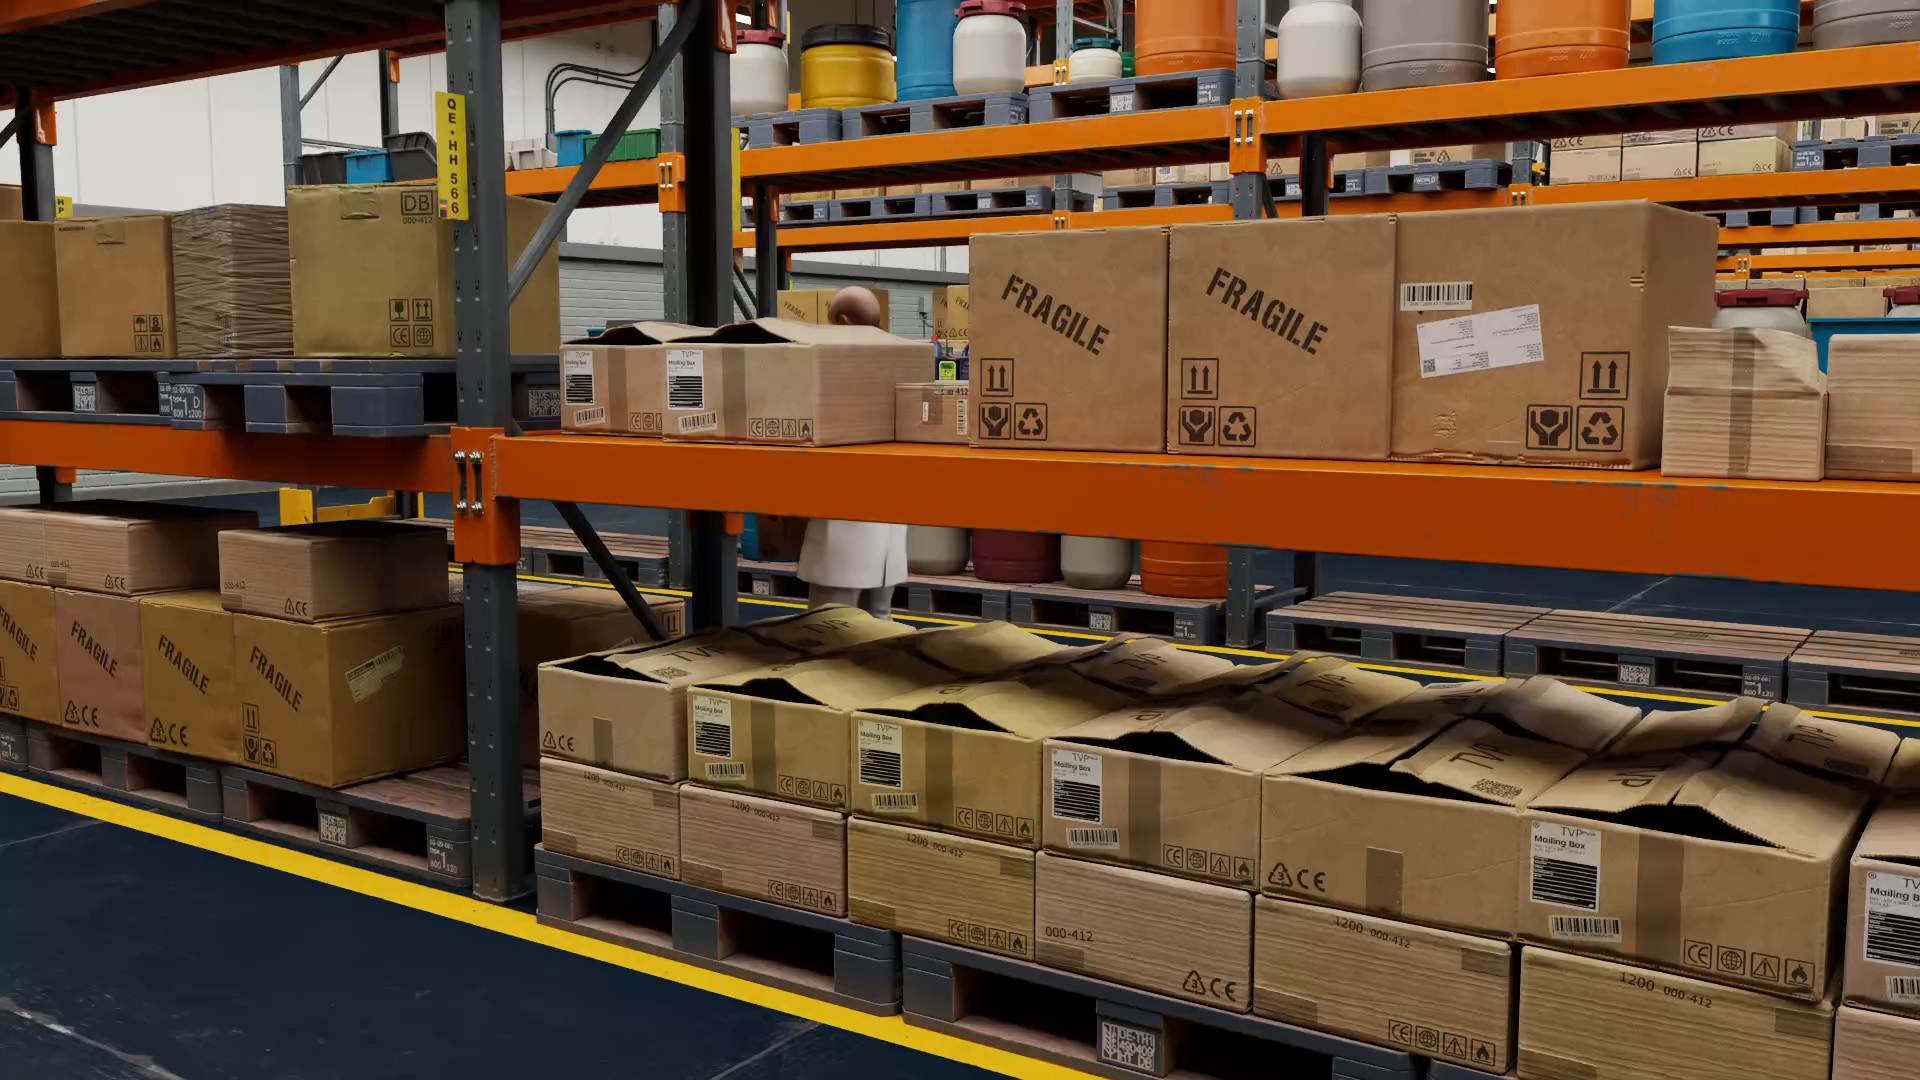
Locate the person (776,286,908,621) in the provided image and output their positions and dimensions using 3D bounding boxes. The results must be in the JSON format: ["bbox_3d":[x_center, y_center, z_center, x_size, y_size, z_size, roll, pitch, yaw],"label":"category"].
[{"bbox_3d":[-0.435,-0.071,6.381,0.467,1.782,0.575,4,7,33],"label":"person"}]
